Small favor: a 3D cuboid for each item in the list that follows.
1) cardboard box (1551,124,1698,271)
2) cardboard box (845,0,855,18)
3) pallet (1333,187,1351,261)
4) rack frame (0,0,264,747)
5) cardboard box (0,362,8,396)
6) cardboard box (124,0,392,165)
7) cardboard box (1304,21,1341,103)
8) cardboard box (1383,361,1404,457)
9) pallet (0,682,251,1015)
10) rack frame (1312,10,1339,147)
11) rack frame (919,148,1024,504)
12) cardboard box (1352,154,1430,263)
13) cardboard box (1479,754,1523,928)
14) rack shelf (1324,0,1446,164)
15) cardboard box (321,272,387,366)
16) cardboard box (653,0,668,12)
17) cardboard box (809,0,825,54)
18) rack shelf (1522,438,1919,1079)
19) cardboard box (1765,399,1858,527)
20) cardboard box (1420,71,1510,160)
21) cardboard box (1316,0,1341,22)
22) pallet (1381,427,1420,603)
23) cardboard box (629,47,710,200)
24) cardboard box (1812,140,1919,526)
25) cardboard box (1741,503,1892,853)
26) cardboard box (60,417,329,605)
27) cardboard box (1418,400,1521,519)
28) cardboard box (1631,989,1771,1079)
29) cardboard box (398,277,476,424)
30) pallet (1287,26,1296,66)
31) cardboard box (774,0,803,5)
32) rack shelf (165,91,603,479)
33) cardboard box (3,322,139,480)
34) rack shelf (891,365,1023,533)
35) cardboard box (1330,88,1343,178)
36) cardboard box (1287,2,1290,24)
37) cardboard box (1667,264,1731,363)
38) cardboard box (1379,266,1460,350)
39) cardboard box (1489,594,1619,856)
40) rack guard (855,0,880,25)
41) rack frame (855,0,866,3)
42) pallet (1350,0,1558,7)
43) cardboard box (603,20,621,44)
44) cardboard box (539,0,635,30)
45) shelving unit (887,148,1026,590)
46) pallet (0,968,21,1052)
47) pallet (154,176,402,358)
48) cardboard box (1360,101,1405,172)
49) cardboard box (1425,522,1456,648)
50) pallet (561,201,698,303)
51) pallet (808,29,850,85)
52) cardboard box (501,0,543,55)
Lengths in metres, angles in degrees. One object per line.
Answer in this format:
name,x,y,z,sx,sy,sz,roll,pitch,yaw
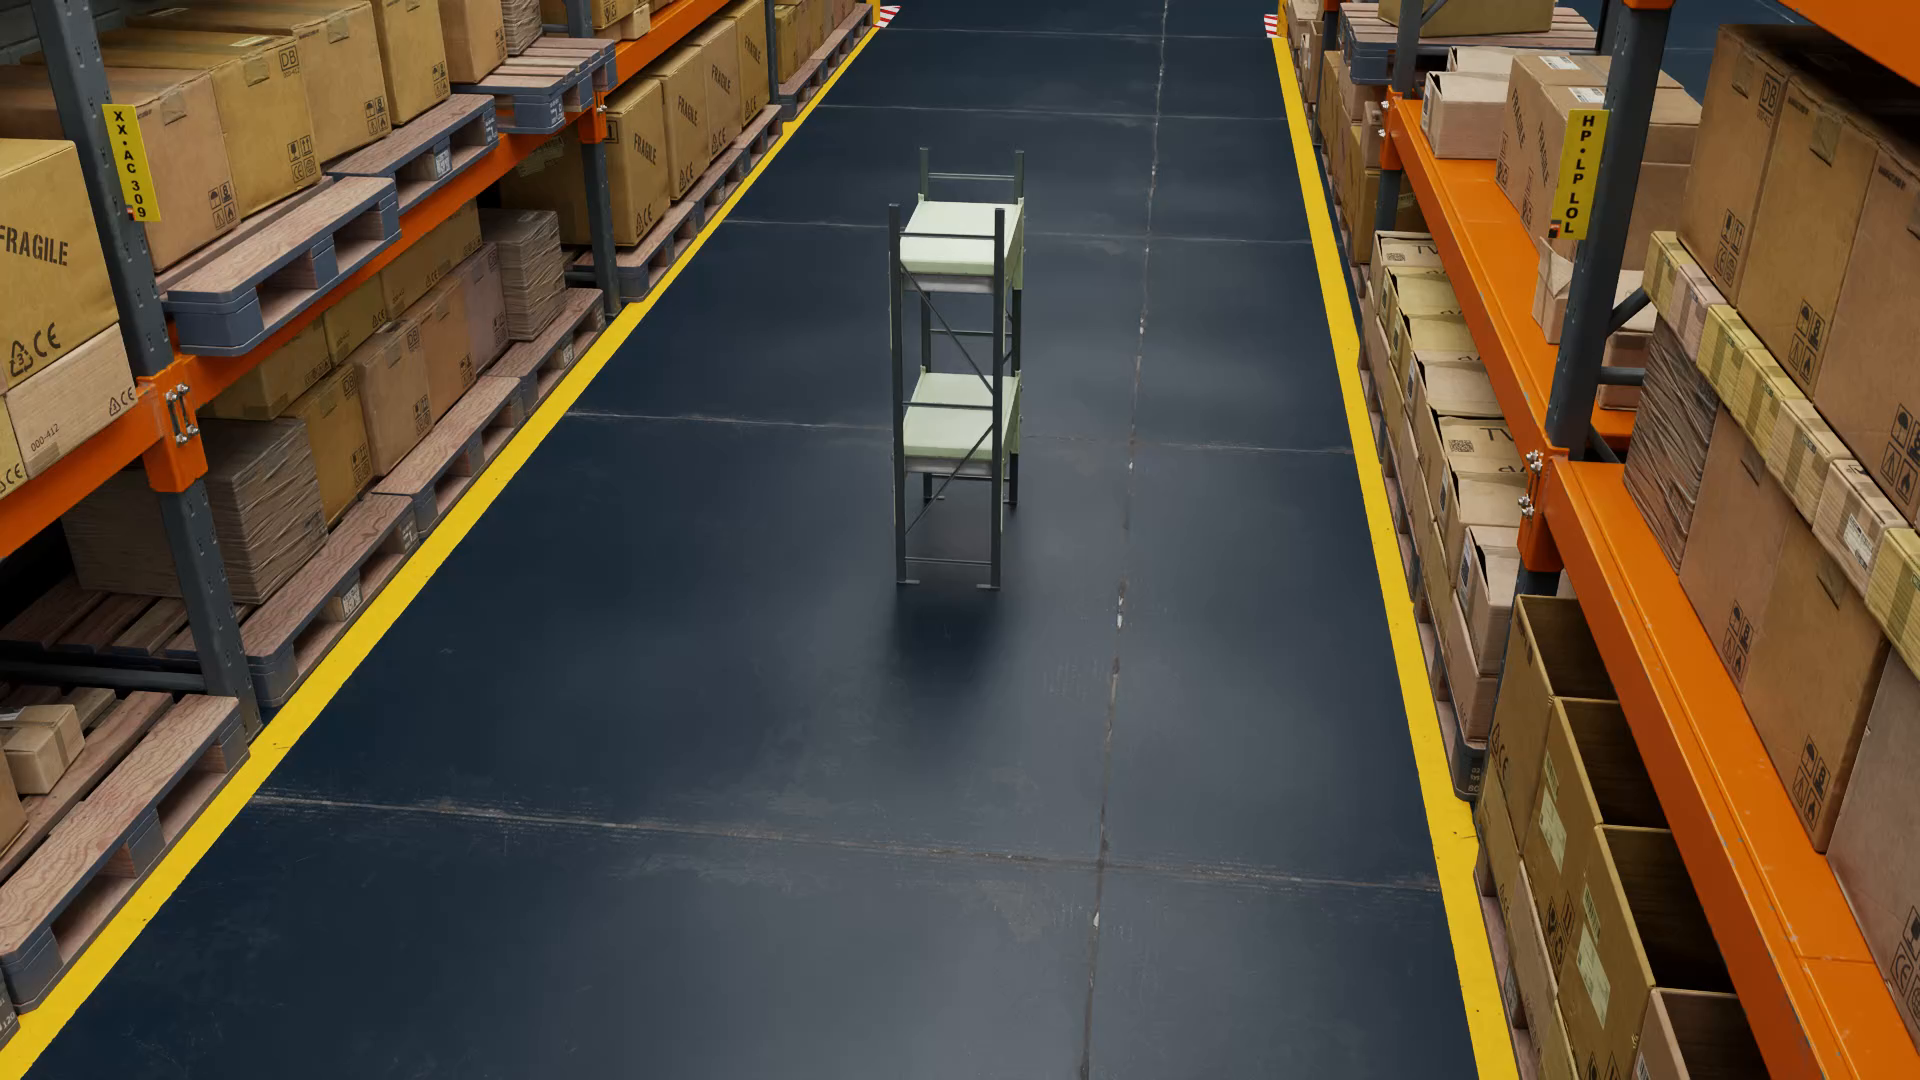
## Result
cardboard box,2.253,-1.056,5.442,0.500,0.500,0.500,5,29,10
cardboard box,-1.355,-5.087,15.223,0.700,0.500,0.500,3,28,6
pallet,2.849,-1.981,10.204,1.003,0.211,1.213,3,28,6
rack frame,-2.839,-0.690,4.868,1.000,3.000,0.127,3,28,6
cardboard box,-2.645,-0.487,3.837,0.500,0.500,0.500,3,28,6
cardboard box,-2.617,-1.739,6.247,0.700,0.500,0.500,7,29,13
cardboard box,2.847,-3.547,12.343,0.500,0.500,0.500,3,28,6
cardboard box,2.094,-0.550,7.064,0.500,0.250,0.500,3,28,5
pallet,-2.886,0.856,4.938,1.003,0.211,1.213,3,28,6
rack frame,3.058,-4.169,11.326,1.000,3.000,0.127,3,28,6
rack frame,0.044,-0.829,6.708,0.400,1.500,0.023,3,28,6
cardboard box,2.450,-1.834,9.162,0.500,0.500,0.500,4,29,8
cardboard box,1.720,0.823,4.517,0.500,0.250,0.500,3,28,6
rack shelf,2.813,-2.911,9.750,1.077,0.370,4.000,3,28,6
cardboard box,-2.654,-0.913,6.663,0.500,0.250,0.500,3,28,5
cardboard box,-1.948,-3.220,9.807,0.380,0.149,0.250,4,29,7
cardboard box,-1.535,-4.364,13.880,0.700,0.500,0.500,4,29,7
rack shelf,1.833,0.855,2.760,1.077,0.370,4.000,3,28,6
cardboard box,1.729,-0.137,3.052,0.380,0.149,0.250,2,28,5
cardboard box,2.266,-1.837,7.092,0.500,0.311,0.500,3,28,6
cardboard box,3.283,-4.149,13.456,0.797,0.503,0.637,3,28,6
pallet,2.277,-0.101,6.715,1.003,0.211,1.213,3,28,6
cardboard box,-2.015,-2.562,10.166,0.750,0.750,0.750,3,28,6
cardboard box,1.907,-0.336,2.738,0.700,0.500,0.500,3,28,6
cardboard box,1.906,0.246,3.025,0.700,0.500,0.500,4,29,7
cardboard box,-2.765,-0.130,6.001,0.700,0.500,0.500,4,29,8
cardboard box,1.964,-0.312,6.032,0.500,0.311,0.500,3,28,6
cardboard box,1.529,1.198,3.029,0.500,0.500,0.500,3,28,6
cardboard box,-2.596,-0.853,7.342,0.700,0.500,0.500,3,28,6
pallet,3.442,-4.413,14.720,1.003,0.211,1.213,3,28,6
cardboard box,-1.442,-4.322,13.119,0.380,0.149,0.250,4,29,8
rack shelf,-2.594,-1.314,6.786,1.077,0.370,4.000,3,28,6
cardboard box,-2.596,-0.392,4.452,0.500,0.250,0.500,3,29,6
rack shelf,-0.001,-0.370,6.543,0.431,0.370,0.720,3,28,6
cardboard box,2.634,-2.562,10.515,0.500,0.500,0.500,4,29,7
cardboard box,3.125,-4.704,14.842,0.380,0.166,0.250,3,28,6
cardboard box,1.822,-0.500,3.726,0.380,0.149,0.250,4,29,7
cardboard box,2.157,-1.030,7.365,0.500,0.311,0.500,3,28,5
cardboard box,1.711,0.492,4.340,0.500,0.500,0.500,3,28,6
rack guard,-1.365,-5.249,15.966,1.175,0.500,0.348,3,28,6
rack frame,-1.368,-6.338,15.352,1.000,3.000,0.127,3,28,6
pallet,2.802,-3.118,9.577,1.003,0.211,1.213,3,28,6
cardboard box,-2.039,-2.730,8.899,0.380,0.149,0.250,4,29,7
cardboard box,-2.035,-2.970,8.660,0.500,0.500,0.500,4,29,8
shelving unit,-0.001,-0.657,6.388,0.431,1.500,0.755,3,28,6
pallet,-3.033,1.432,3.869,1.003,0.211,1.213,3,28,6
pallet,-2.601,-0.957,5.565,1.003,0.211,1.213,3,28,6
cardboard box,2.453,-2.190,9.034,0.500,0.250,0.500,4,29,8
cardboard box,1.905,0.172,5.724,0.500,0.250,0.500,3,28,5
pallet,-2.177,-1.712,9.705,1.003,0.211,1.213,3,28,6
pallet,-1.541,-4.157,14.244,1.003,0.211,1.213,3,28,6
cardboard box,-2.396,-2.588,7.823,0.700,0.500,0.500,0,28,0
